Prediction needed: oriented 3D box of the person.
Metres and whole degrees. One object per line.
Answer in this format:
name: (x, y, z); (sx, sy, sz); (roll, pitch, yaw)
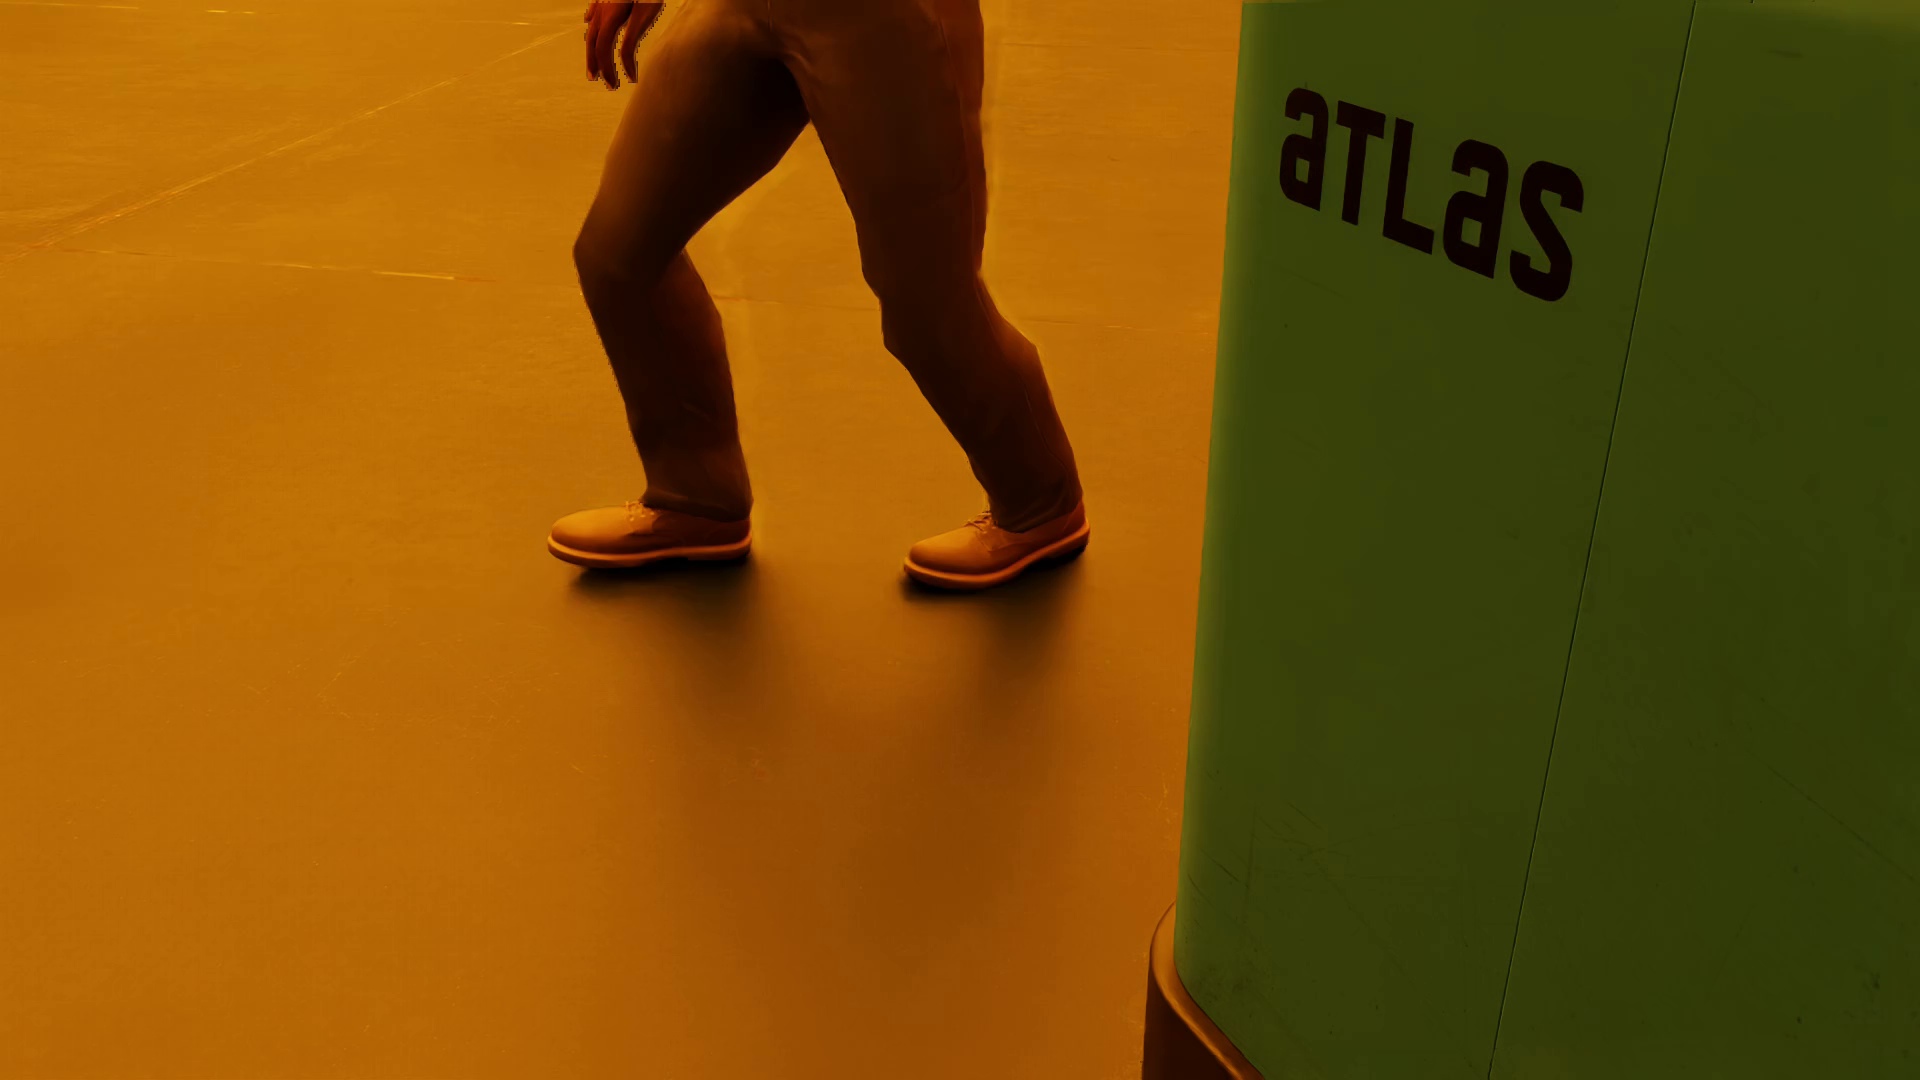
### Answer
person: (-0.212, -0.665, 2.055); (0.710, 1.593, 0.586); (-23, 35, -38)
